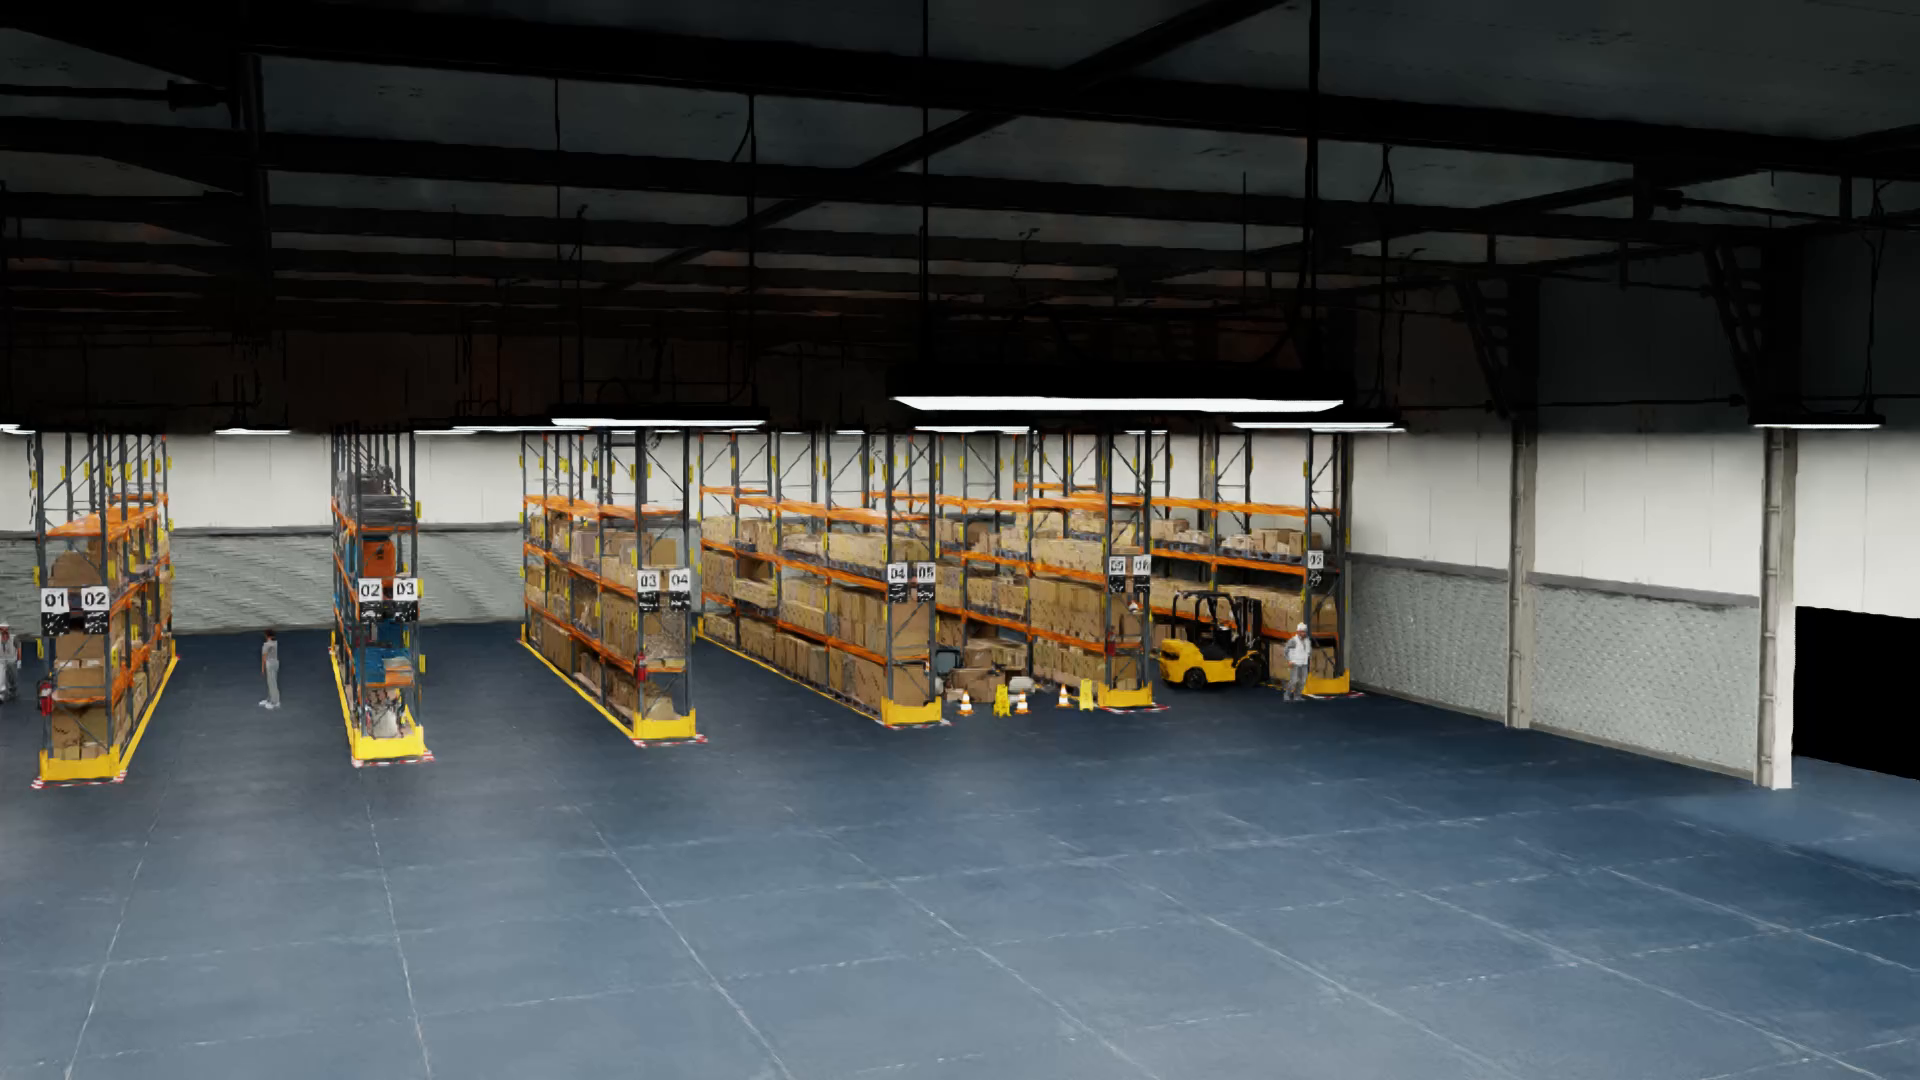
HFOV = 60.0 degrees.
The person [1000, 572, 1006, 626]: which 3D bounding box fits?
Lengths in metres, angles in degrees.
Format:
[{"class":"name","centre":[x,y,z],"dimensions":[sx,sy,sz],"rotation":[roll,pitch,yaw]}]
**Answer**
[{"class":"person","centre":[1.248,1.770,49.846],"dimensions":[0.559,1.665,0.653],"rotation":[-1,4,-19]}]

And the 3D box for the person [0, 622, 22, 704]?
[{"class":"person","centre":[-20.505,2.618,35.785],"dimensions":[0.567,1.736,1.044],"rotation":[-2,4,-23]}]

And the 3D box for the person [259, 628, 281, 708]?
[{"class":"person","centre":[-14.557,2.667,35.101],"dimensions":[0.518,1.631,0.536],"rotation":[0,4,5]}]

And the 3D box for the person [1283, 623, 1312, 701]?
[{"class":"person","centre":[7.290,2.630,35.819],"dimensions":[0.677,1.725,0.574],"rotation":[-2,4,-24]}]

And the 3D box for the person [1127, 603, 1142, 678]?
[{"class":"person","centre":[4.040,2.372,39.337],"dimensions":[0.538,1.760,0.676],"rotation":[0,4,3]}]
